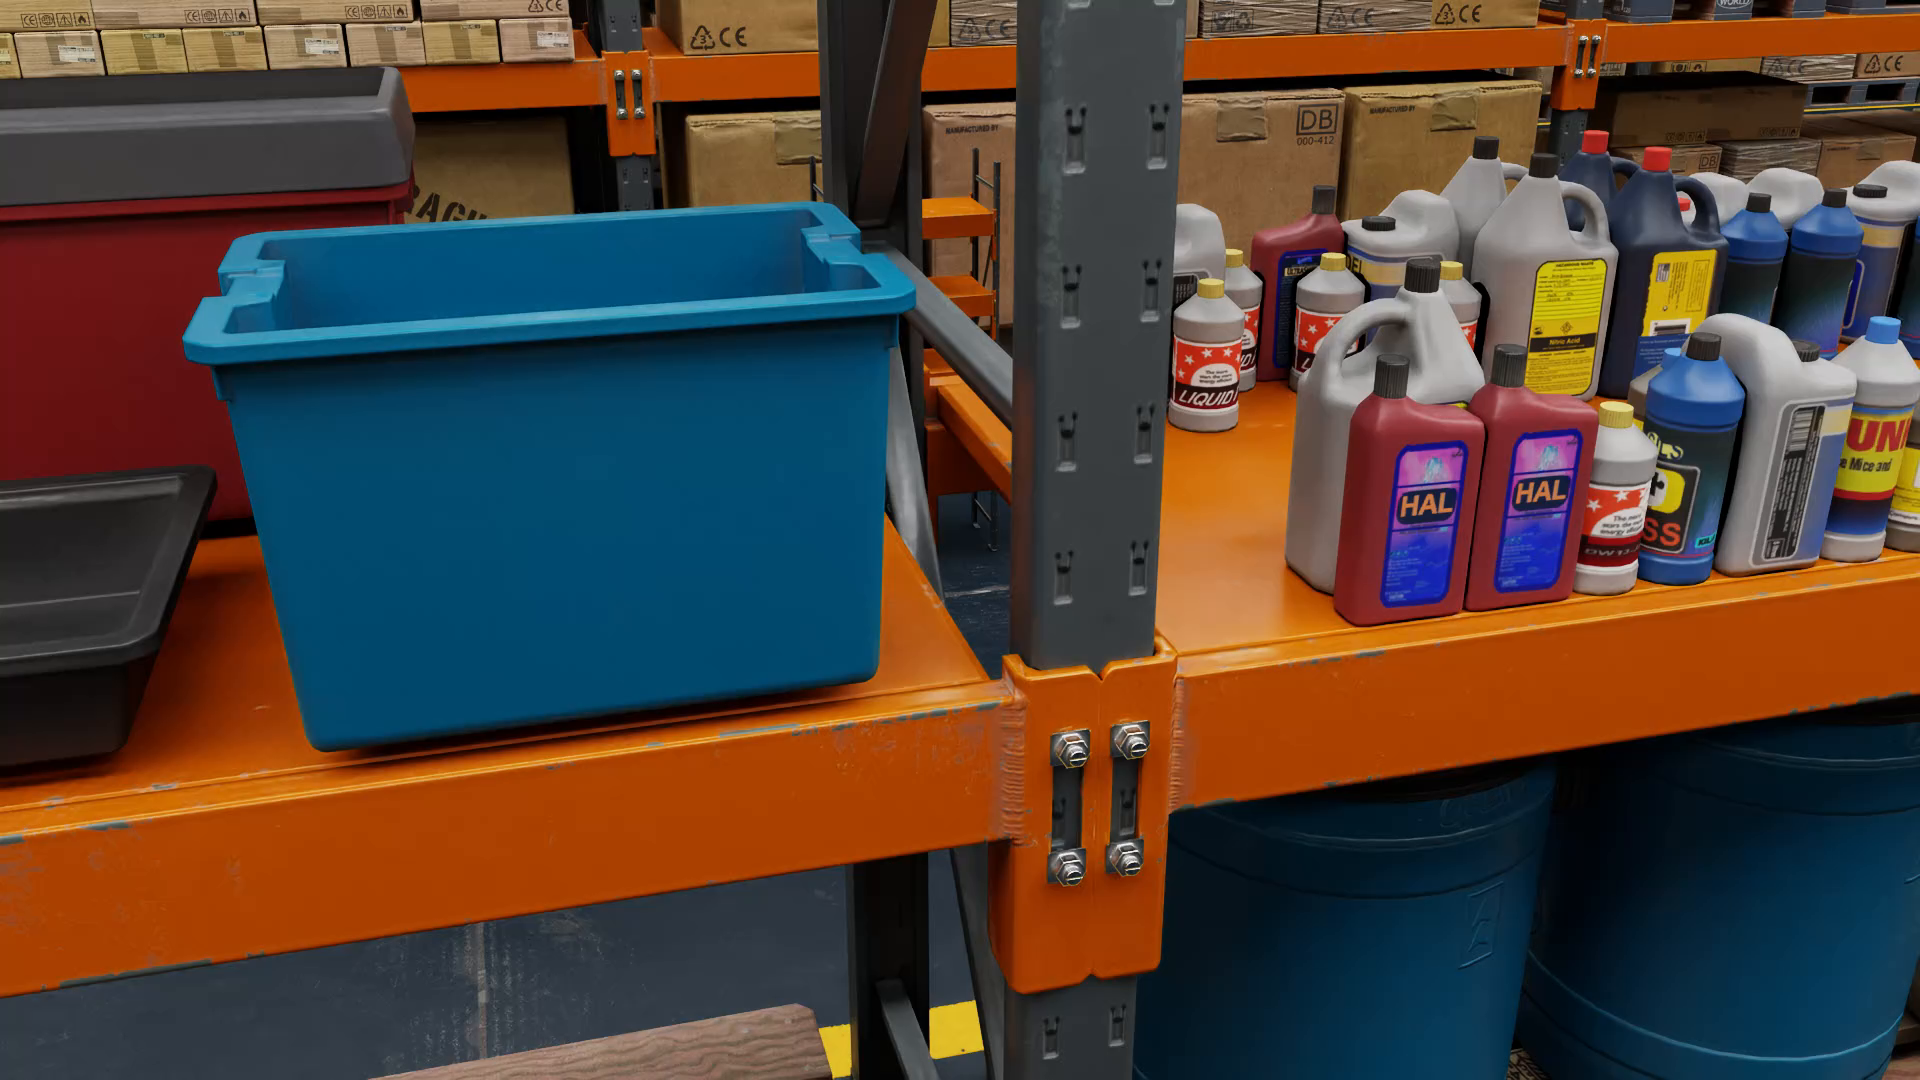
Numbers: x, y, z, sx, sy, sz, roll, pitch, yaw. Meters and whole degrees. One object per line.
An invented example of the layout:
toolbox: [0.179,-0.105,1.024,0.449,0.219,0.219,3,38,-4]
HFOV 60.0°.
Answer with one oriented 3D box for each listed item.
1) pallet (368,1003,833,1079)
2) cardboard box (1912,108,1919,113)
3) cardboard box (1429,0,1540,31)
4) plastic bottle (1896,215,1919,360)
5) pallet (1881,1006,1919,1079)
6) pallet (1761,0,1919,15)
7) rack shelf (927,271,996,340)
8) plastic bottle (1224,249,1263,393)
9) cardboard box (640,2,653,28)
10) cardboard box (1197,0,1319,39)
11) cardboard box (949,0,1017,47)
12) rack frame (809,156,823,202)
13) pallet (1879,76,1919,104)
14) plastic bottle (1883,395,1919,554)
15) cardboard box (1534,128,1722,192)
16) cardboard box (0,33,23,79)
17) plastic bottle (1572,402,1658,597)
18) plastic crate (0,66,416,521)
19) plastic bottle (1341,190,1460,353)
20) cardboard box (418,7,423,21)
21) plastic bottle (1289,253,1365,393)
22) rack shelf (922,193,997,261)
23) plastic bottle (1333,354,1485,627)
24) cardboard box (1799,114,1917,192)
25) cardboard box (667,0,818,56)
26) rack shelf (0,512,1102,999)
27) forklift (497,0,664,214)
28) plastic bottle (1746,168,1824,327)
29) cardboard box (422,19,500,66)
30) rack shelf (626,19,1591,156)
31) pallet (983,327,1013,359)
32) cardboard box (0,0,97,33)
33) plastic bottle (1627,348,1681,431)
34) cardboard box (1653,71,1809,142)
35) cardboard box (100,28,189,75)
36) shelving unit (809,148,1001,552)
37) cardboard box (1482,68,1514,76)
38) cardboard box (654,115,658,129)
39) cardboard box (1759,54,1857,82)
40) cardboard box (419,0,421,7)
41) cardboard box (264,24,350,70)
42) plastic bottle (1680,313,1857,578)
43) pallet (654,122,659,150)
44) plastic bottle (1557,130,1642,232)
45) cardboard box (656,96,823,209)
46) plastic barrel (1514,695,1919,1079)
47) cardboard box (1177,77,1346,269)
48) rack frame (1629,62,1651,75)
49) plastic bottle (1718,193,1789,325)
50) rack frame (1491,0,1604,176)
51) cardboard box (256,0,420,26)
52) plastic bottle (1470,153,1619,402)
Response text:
pallet: [-0.699,1.144,2.317,1.213,0.211,1.003,-6,24,-14]
cardboard box: [5.302,-1.916,8.523,0.500,0.500,0.700,-6,24,-15]
cardboard box: [2.103,-2.437,6.998,0.500,0.500,0.500,-6,24,-13]
plastic bottle: [1.532,-0.423,2.594,0.097,0.271,0.097,0,23,0]
pallet: [1.929,0.853,2.995,1.213,0.211,1.003,-6,24,-14]
pallet: [4.406,-2.676,7.925,1.213,0.211,1.003,-6,24,-14]
rack shelf: [-0.159,-0.678,4.911,0.480,0.148,0.258,-6,24,-14]
plastic bottle: [0.395,-0.327,2.460,0.097,0.201,0.097,0,23,0]
cardboard box: [-1.933,-3.569,11.451,0.500,0.250,0.500,-7,24,-16]
cardboard box: [1.123,-2.329,6.747,0.500,0.500,0.500,-7,24,-16]
cardboard box: [0.136,-2.218,6.489,0.500,0.500,0.500,-7,24,-16]
rack frame: [-0.394,-0.508,4.912,0.015,1.200,0.240,-6,24,-14]
pallet: [8.223,-3.887,14.041,1.213,0.211,1.003,-6,24,-14]
plastic bottle: [1.112,-0.095,1.920,0.097,0.201,0.097,0,23,0]
cardboard box: [3.151,-1.670,7.949,0.500,0.500,0.700,-8,24,-17]
cardboard box: [-3.279,-1.647,5.602,0.250,0.149,0.380,-7,24,-16]
plastic bottle: [0.701,-0.050,1.814,0.097,0.201,0.097,0,23,0]
plastic crate: [-0.929,-0.288,1.960,0.583,0.464,0.402,-6,24,-14]
plastic bottle: [0.642,-0.377,2.483,0.135,0.276,0.152,-6,24,-14]
cardboard box: [-2.221,-2.034,6.505,0.250,0.149,0.380,-6,24,-13]
plastic bottle: [0.539,-0.318,2.439,0.097,0.201,0.097,0,23,0]
rack shelf: [-0.159,-0.895,4.817,0.480,0.148,0.258,-6,24,-14]
plastic bottle: [0.466,-0.054,1.720,0.133,0.283,0.061,-6,24,-14]
cardboard box: [4.226,-1.797,8.245,0.500,0.500,0.700,-4,24,-10]
cardboard box: [-0.829,-2.111,6.240,0.500,0.500,0.500,-6,24,-14]
rack shelf: [-1.927,0.313,1.629,4.000,0.370,1.077,-6,24,-14]
forklift: [-1.785,-3.031,8.597,3.031,2.935,1.130,-7,24,-15]
plastic bottle: [1.257,-0.445,2.641,0.135,0.276,0.152,-6,24,-14]
cardboard box: [-1.793,-1.811,5.986,0.250,0.149,0.380,-6,24,-13]
rack shelf: [0.586,-1.994,7.005,4.000,0.370,1.077,-6,24,-14]
pallet: [0.560,-1.072,7.481,1.213,0.211,1.003,-6,24,-14]
cardboard box: [-3.172,-1.869,5.615,0.500,0.250,0.500,-7,24,-15]
plastic bottle: [0.847,-0.129,1.997,0.097,0.201,0.097,0,23,0]
cardboard box: [3.657,-2.078,7.951,0.500,0.250,0.500,-4,23,-8]
cardboard box: [-2.782,-1.702,5.731,0.250,0.149,0.380,-7,24,-15]
shelving unit: [-0.159,-0.534,4.972,0.503,1.200,0.258,-6,24,-14]
cardboard box: [3.617,-3.815,12.657,0.750,0.750,1.050,-6,24,-14]
cardboard box: [-1.799,-3.027,11.139,0.500,0.500,0.500,-5,24,-12]
cardboard box: [6.612,-4.212,13.423,0.875,0.875,0.875,-6,24,-14]
cardboard box: [-1.863,-2.228,6.452,0.500,0.250,0.500,-7,24,-15]
cardboard box: [-2.287,-1.757,5.859,0.250,0.149,0.380,-6,24,-13]
plastic bottle: [0.899,-0.117,1.877,0.135,0.276,0.152,-6,24,-14]
pallet: [-1.833,-2.807,11.524,1.213,0.211,1.003,-6,24,-14]
plastic bottle: [0.973,-0.450,2.557,0.185,0.351,0.144,-6,24,-14]
cardboard box: [-0.729,-1.404,6.879,0.875,0.875,1.225,-6,24,-14]
plastic barrel: [1.208,0.414,2.611,0.708,0.901,0.600,-6,24,-14]
cardboard box: [0.981,-1.596,7.328,0.875,0.875,1.225,-6,24,-14]
rack frame: [5.120,-4.857,12.766,0.127,3.000,1.000,-6,24,-14]
plastic bottle: [1.179,-0.384,2.503,0.097,0.271,0.097,0,23,0]
rack frame: [2.512,-2.537,7.359,0.127,3.000,1.000,-6,24,-14]
cardboard box: [-2.192,-1.976,5.865,0.500,0.250,0.500,-6,24,-13]
plastic bottle: [0.834,-0.376,2.384,0.185,0.351,0.144,-6,24,-14]
